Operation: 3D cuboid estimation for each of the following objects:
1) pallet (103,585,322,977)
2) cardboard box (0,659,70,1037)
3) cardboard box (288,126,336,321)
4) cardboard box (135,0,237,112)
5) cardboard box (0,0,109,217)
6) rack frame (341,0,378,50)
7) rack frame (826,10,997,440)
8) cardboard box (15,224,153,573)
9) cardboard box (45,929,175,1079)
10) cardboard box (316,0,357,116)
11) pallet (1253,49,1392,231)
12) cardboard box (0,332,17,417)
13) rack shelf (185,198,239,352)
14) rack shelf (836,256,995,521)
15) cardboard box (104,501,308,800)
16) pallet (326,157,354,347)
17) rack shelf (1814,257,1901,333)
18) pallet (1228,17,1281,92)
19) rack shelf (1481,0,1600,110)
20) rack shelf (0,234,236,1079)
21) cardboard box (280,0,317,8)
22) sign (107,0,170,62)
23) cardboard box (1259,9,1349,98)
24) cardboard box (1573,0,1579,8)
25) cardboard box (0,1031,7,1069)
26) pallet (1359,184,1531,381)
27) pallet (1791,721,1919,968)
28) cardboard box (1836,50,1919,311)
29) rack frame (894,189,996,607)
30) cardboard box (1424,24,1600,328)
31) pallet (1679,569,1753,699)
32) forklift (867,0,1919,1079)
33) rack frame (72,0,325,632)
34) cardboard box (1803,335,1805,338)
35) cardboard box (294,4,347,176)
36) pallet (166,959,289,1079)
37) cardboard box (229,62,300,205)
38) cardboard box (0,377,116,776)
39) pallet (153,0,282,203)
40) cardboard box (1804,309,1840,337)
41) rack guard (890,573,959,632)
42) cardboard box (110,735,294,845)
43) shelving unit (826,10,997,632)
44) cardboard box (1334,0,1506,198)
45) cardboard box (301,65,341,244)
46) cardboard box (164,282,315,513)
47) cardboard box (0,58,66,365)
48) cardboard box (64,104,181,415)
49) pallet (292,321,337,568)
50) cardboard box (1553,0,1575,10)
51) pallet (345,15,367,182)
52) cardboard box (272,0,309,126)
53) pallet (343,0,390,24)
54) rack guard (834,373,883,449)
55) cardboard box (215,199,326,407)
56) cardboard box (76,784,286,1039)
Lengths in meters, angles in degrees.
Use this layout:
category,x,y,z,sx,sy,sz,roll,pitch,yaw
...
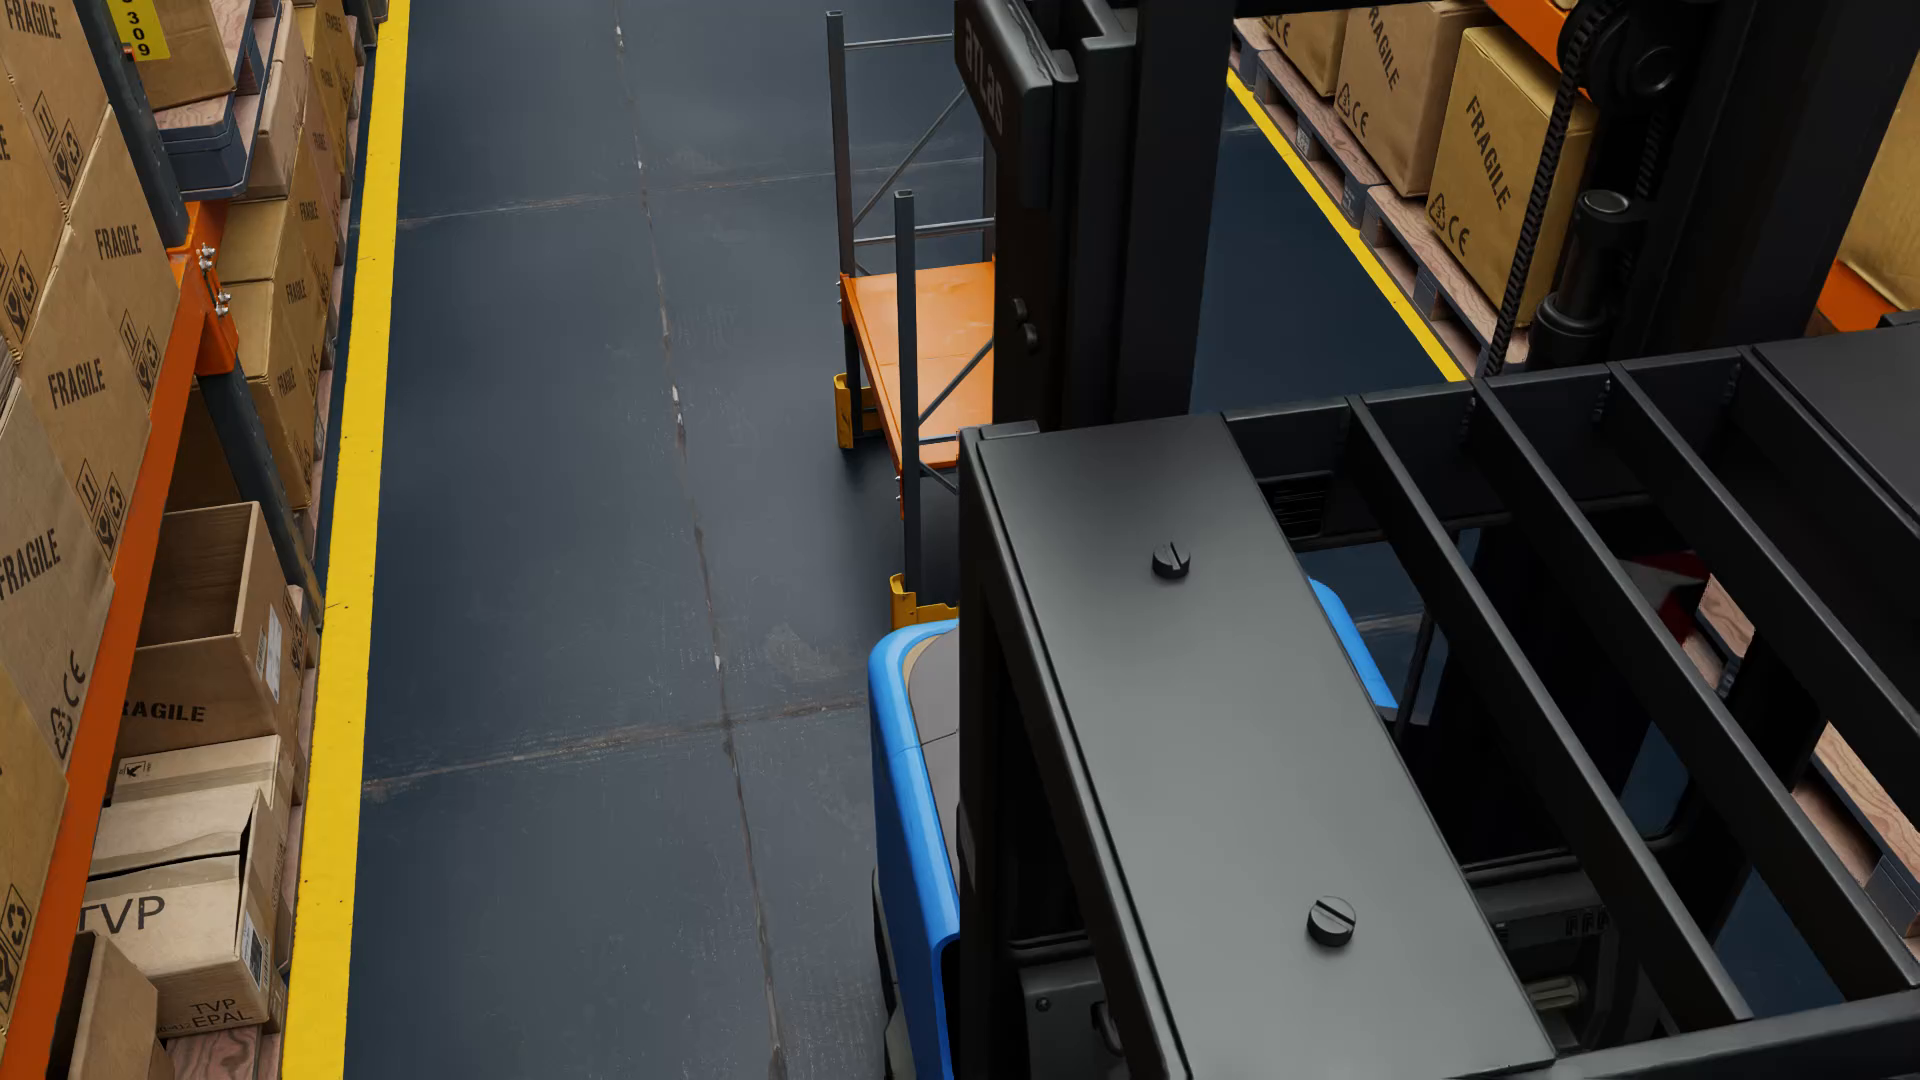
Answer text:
category,x,y,z,sx,sy,sz,roll,pitch,yaw
pallet,-2.251,0.667,4.340,1.003,0.211,1.213,-8,42,-9
cardboard box,-1.701,0.425,2.436,0.500,0.500,0.500,-8,42,-9
cardboard box,-2.491,-1.068,5.746,0.500,0.500,0.500,-8,42,-9
cardboard box,-2.282,-1.355,4.125,0.700,0.500,0.500,-23,46,-23
cardboard box,-2.036,-0.942,3.223,0.500,0.500,0.500,-8,42,-9
rack frame,-3.262,-3.414,6.836,1.000,3.000,0.127,-8,42,-9
rack frame,-0.128,-0.946,5.186,0.500,1.500,0.032,-8,42,-9
cardboard box,-1.927,-0.237,3.182,0.500,0.500,0.500,-7,42,-8
cardboard box,-1.988,1.165,3.227,0.797,0.503,0.637,-8,42,-9
cardboard box,-2.830,-2.071,6.875,0.500,0.500,0.500,-7,42,-8
pallet,1.931,-1.772,7.087,1.003,0.211,1.213,-8,42,-9
cardboard box,-1.814,-0.283,2.481,0.500,0.500,0.500,-8,42,-9
rack shelf,-2.830,-1.848,5.615,1.077,0.370,4.000,-8,42,-9
rack shelf,-0.018,-0.482,4.934,0.538,0.185,1.000,-8,42,-9
cardboard box,-1.998,0.278,4.229,0.500,0.500,0.500,-8,42,-9
pallet,-2.877,-1.092,6.322,1.003,0.211,1.213,-8,42,-9
rack shelf,2.870,0.032,3.496,1.077,0.370,4.000,-8,42,-9
pallet,1.671,-2.561,7.977,1.003,0.211,1.213,-8,42,-9
rack shelf,2.006,-2.561,6.417,1.077,0.370,4.000,-8,42,-9
rack shelf,-1.966,0.744,2.694,1.077,0.370,4.000,-8,42,-9
cardboard box,-2.814,-2.316,6.586,0.500,0.250,0.500,-7,42,-8
sign,-1.870,-1.228,3.721,0.100,0.325,0.005,-8,42,-9
cardboard box,1.788,-2.415,7.014,0.750,0.750,0.750,-9,42,-9
cardboard box,2.089,-1.625,4.996,0.380,0.149,0.250,-8,42,-9
cardboard box,-1.595,0.750,2.071,0.500,0.500,0.500,-8,42,-9
pallet,2.198,-0.980,6.195,1.003,0.211,1.213,-8,42,-9
pallet,2.792,0.806,4.183,1.003,0.211,1.213,-8,42,-9
cardboard box,2.691,-0.818,3.685,0.980,0.700,0.700,-9,42,-10
rack frame,0.091,-0.287,4.443,0.500,1.500,0.032,-8,42,-9
cardboard box,2.171,-1.289,5.746,0.750,0.750,0.750,-8,42,-9
pallet,2.526,0.014,5.076,1.003,0.211,1.213,-8,42,-9
forklift,0.590,0.787,2.156,1.130,2.935,3.031,-8,42,-9
rack frame,-2.398,-0.821,3.915,1.000,3.000,0.127,-8,42,-9
cardboard box,2.499,-0.256,4.846,0.700,0.500,0.500,-8,42,-9
cardboard box,-2.719,-1.735,6.497,0.500,0.500,0.500,-10,43,-11
pallet,-1.984,1.460,3.447,1.003,0.211,1.213,-8,42,-9
cardboard box,-2.480,-1.328,5.473,0.500,0.250,0.500,-8,42,-9
cardboard box,-1.814,0.095,2.808,0.500,0.500,0.500,-7,42,-8
pallet,-2.464,-1.283,4.580,1.003,0.211,1.213,-8,42,-9
cardboard box,2.662,-0.621,4.768,0.380,0.149,0.250,-9,42,-10
rack guard,0.091,0.180,4.859,0.587,0.250,0.087,-8,42,-9
cardboard box,-1.859,0.644,4.081,0.380,0.149,0.250,-8,42,-9
shelving unit,-0.016,-0.610,4.808,0.587,1.500,1.083,-8,42,-9
cardboard box,1.976,-1.865,6.394,0.750,0.750,0.750,-7,42,-8
cardboard box,-2.600,-1.396,6.115,0.500,0.500,0.500,-10,43,-11
cardboard box,-2.265,-0.399,4.992,0.500,0.500,0.500,-10,43,-11
cardboard box,-1.923,-0.610,2.849,0.500,0.500,0.500,-9,42,-10
cardboard box,-2.040,-0.571,3.559,0.500,0.500,0.500,-8,42,-9
pallet,-2.611,-0.300,5.429,1.003,0.211,1.213,-8,42,-9
cardboard box,2.011,-1.786,5.176,0.380,0.149,0.250,-8,42,-8
pallet,-3.137,-1.882,7.211,1.003,0.211,1.213,-8,42,-9
cardboard box,-2.589,-1.653,5.839,0.500,0.250,0.500,-9,42,-10
pallet,-3.401,-2.910,8.369,1.003,0.211,1.213,-8,42,-9
rack guard,-0.124,-0.466,5.586,0.587,0.250,0.087,-8,42,-9
cardboard box,-2.391,-0.743,5.379,0.500,0.500,0.500,-8,42,-9
cardboard box,-1.836,0.835,3.744,0.500,0.311,0.500,-8,42,-9
